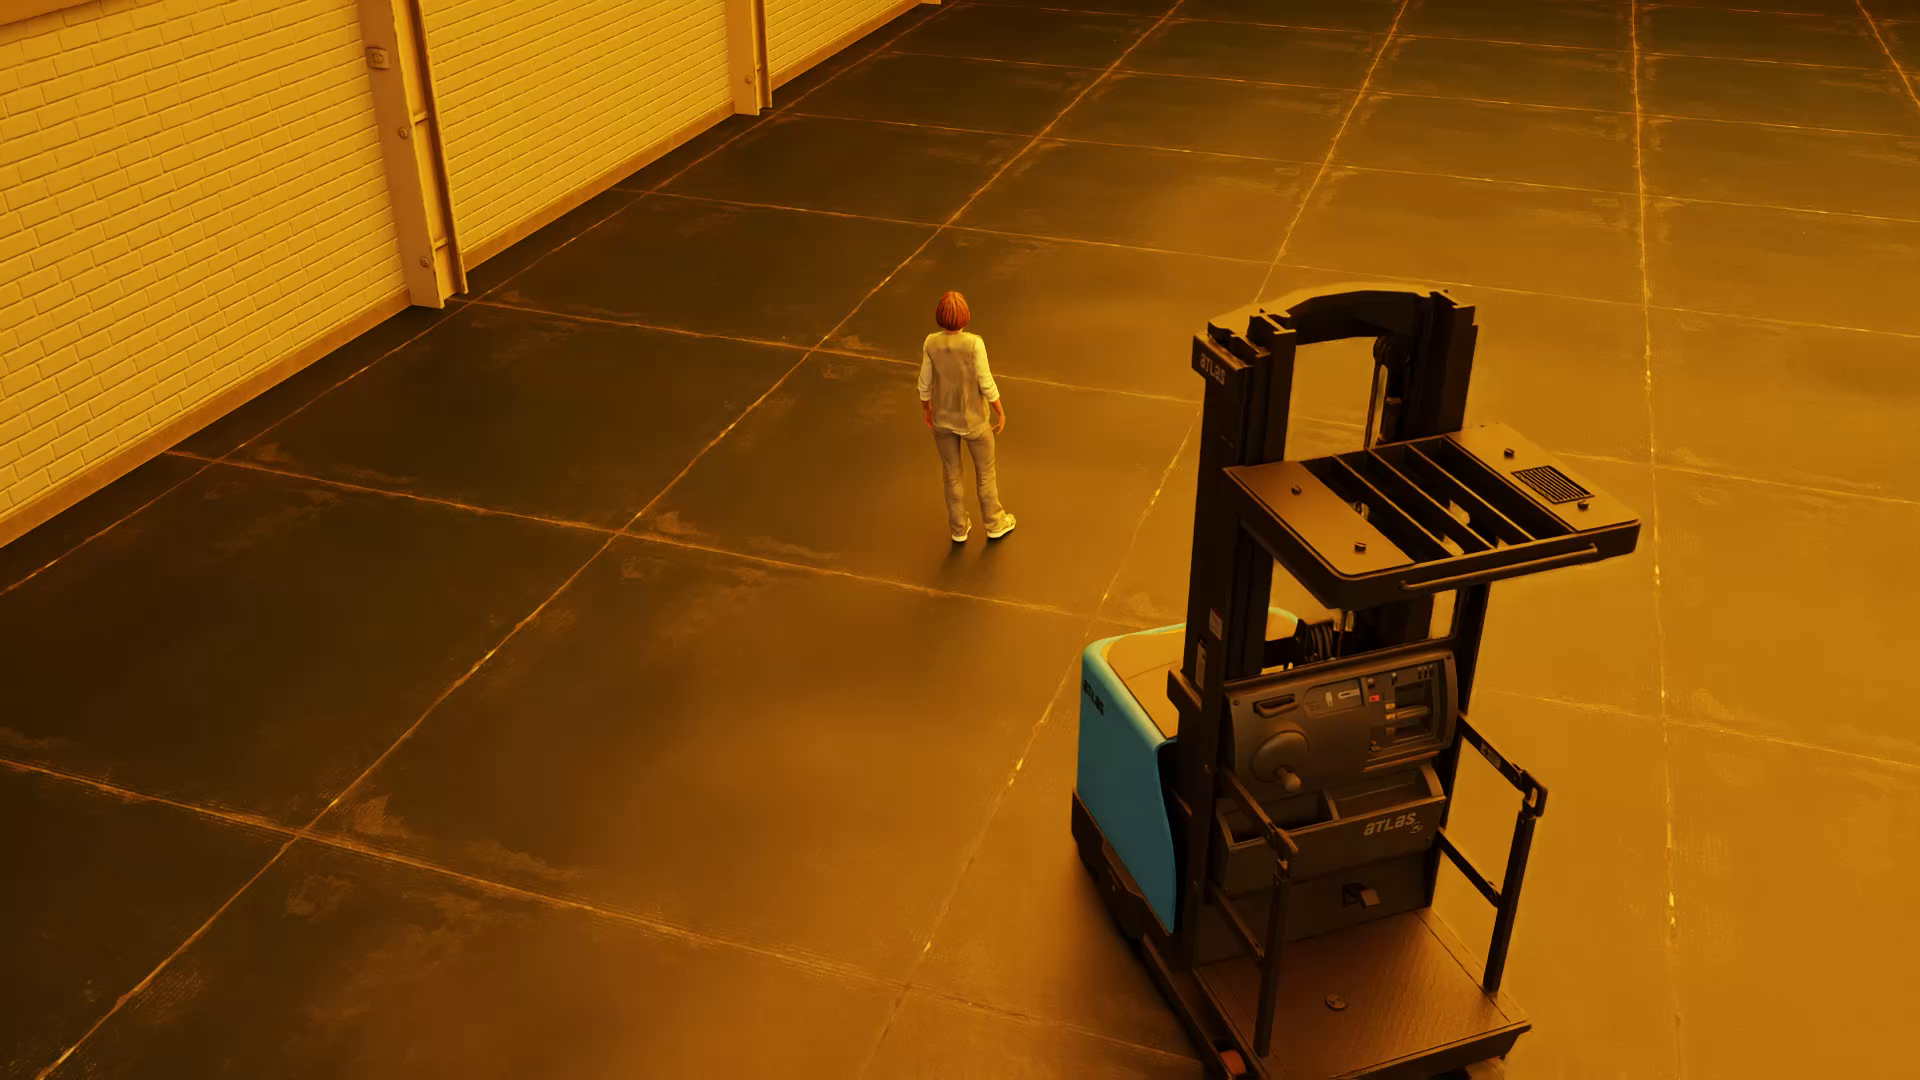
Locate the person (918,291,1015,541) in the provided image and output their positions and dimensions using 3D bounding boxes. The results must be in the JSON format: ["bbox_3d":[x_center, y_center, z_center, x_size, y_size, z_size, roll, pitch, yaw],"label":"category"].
[{"bbox_3d":[0.038,-0.733,9.754,0.520,1.599,0.473,10,31,16],"label":"person"}]

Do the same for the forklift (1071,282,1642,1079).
[{"bbox_3d":[1.477,0.708,5.894,1.130,2.935,3.031,-10,31,-17],"label":"forklift"}]
